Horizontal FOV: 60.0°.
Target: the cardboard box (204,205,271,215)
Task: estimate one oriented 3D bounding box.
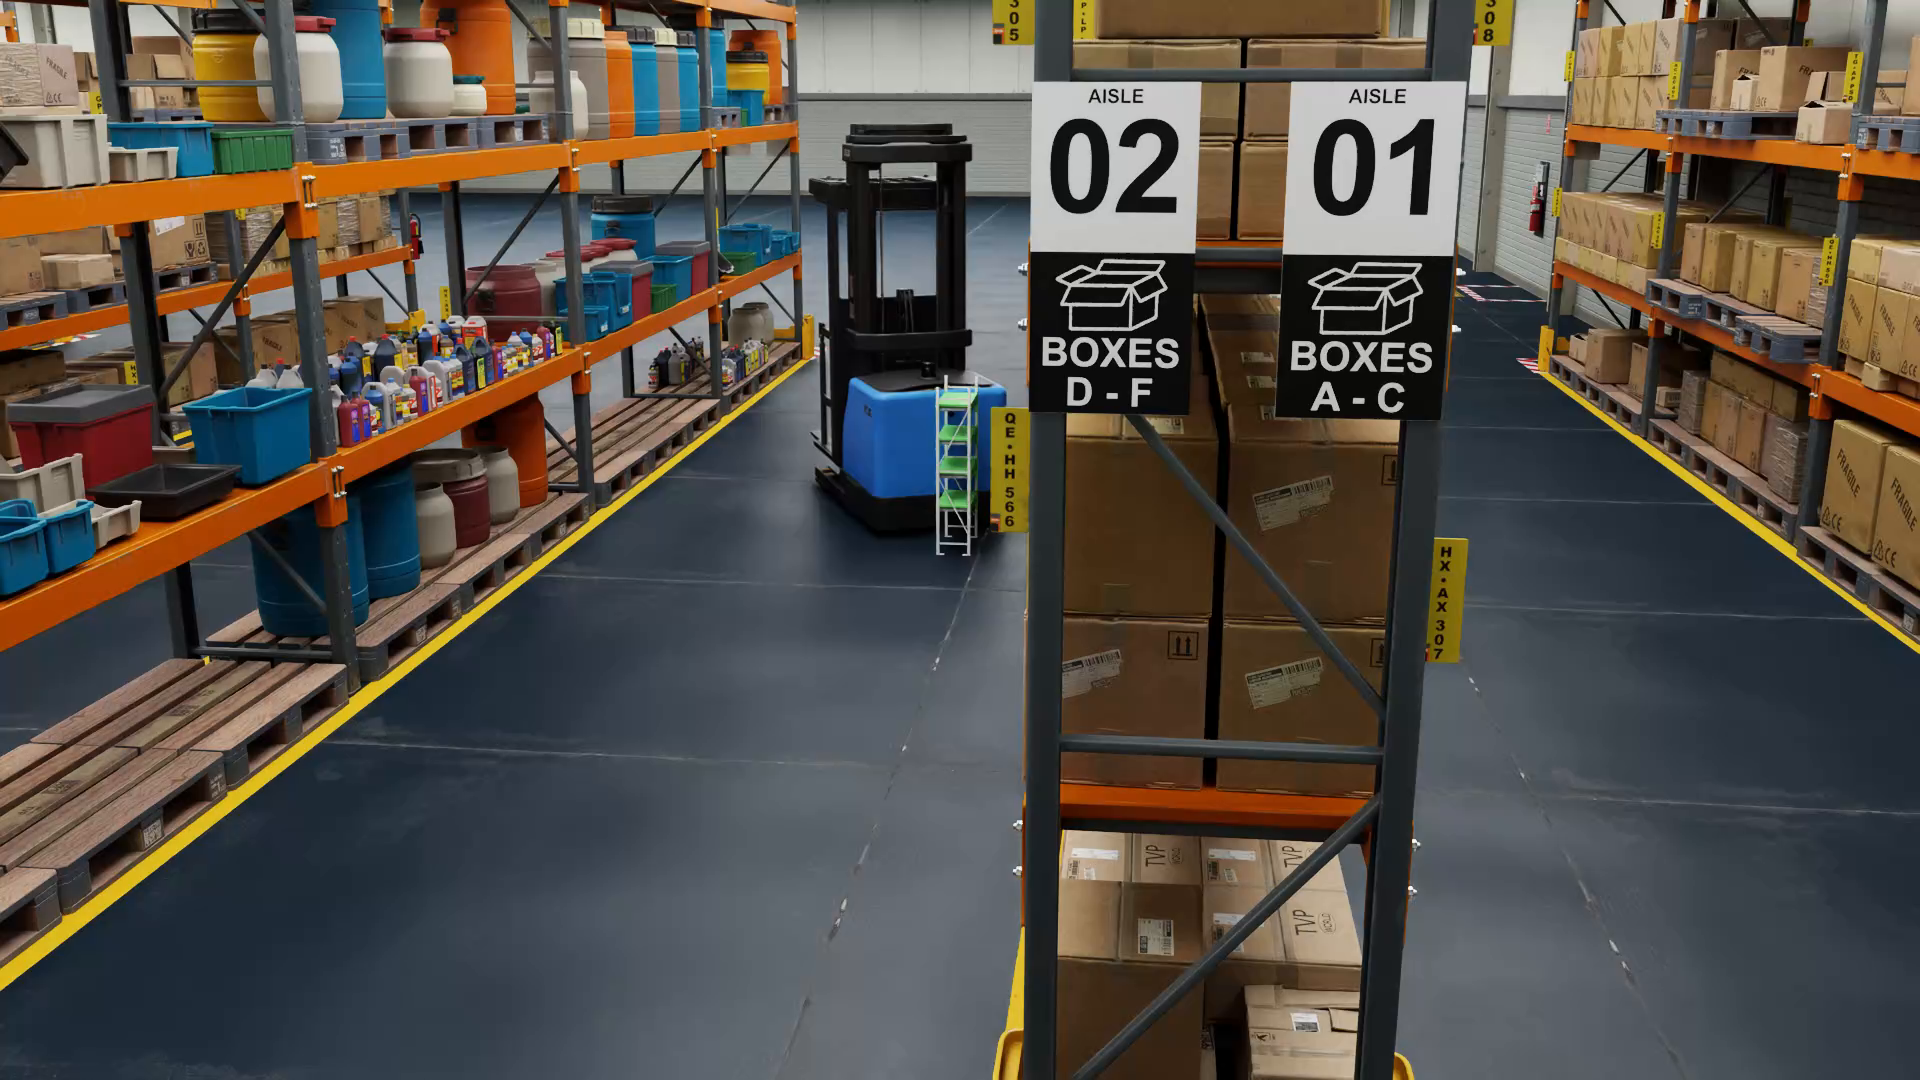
[{"bbox_3d":[-7.508,-3.633,17.175,0.500,0.500,0.500,2,15,6],"label":"cardboard box"}]

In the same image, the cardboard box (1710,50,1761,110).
[{"bbox_3d":[6.813,-3.971,14.360,0.500,0.500,0.500,4,16,14],"label":"cardboard box"}]

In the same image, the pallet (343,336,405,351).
[{"bbox_3d":[-7.495,-2.311,20.306,1.003,0.211,1.213,2,15,6],"label":"pallet"}]

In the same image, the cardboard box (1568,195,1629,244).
[{"bbox_3d":[6.987,-3.506,18.192,0.500,0.500,0.500,2,15,6],"label":"cardboard box"}]

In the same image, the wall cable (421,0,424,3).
[{"bbox_3d":[-15.393,-16.431,51.962,3.097,2.526,0.112,2,15,6],"label":"wall cable"}]

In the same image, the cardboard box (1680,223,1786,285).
[{"bbox_3d":[6.863,-2.541,14.780,0.700,0.500,0.500,2,15,6],"label":"cardboard box"}]

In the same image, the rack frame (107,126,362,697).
[{"bbox_3d":[-3.792,-0.629,8.741,1.000,3.000,0.127,2,15,6],"label":"rack frame"}]

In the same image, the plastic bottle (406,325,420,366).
[{"bbox_3d":[-3.824,-1.354,11.645,0.061,0.283,0.133,2,15,6],"label":"plastic bottle"}]

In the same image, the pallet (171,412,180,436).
[{"bbox_3d":[-8.033,-0.984,15.397,1.003,0.211,1.213,2,15,6],"label":"pallet"}]

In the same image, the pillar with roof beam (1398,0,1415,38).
[{"bbox_3d":[6.616,-12.490,41.112,9.100,9.000,0.400,2,15,6],"label":"pillar with roof beam"}]

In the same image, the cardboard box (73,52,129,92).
[{"bbox_3d":[-8.068,-4.187,15.150,0.797,0.503,0.637,2,15,9],"label":"cardboard box"}]

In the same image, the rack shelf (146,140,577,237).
[{"bbox_3d":[-3.567,-2.248,10.361,1.077,0.370,4.000,2,15,6],"label":"rack shelf"}]

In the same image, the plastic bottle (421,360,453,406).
[{"bbox_3d":[-3.231,-0.978,10.270,0.152,0.276,0.135,2,15,6],"label":"plastic bottle"}]

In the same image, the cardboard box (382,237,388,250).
[{"bbox_3d":[-7.216,-3.621,20.287,0.380,0.149,0.250,2,15,6],"label":"cardboard box"}]

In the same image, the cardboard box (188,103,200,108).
[{"bbox_3d":[-7.506,-4.334,16.985,0.500,0.250,0.500,1,15,4],"label":"cardboard box"}]

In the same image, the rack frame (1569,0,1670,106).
[{"bbox_3d":[7.405,-6.345,18.388,1.000,3.000,0.127,2,15,6],"label":"rack frame"}]

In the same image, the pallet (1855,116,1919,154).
[{"bbox_3d":[6.483,-2.563,10.508,1.213,0.211,1.003,2,15,9],"label":"pallet"}]

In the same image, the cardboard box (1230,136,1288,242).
[{"bbox_3d":[0.988,-0.946,4.454,0.500,0.250,0.500,2,15,6],"label":"cardboard box"}]

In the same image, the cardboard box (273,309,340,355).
[{"bbox_3d":[-7.570,-2.404,19.289,0.500,0.500,0.500,3,15,11],"label":"cardboard box"}]

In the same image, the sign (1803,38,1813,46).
[{"bbox_3d":[7.506,-4.284,14.767,0.100,0.325,0.005,2,15,6],"label":"sign"}]

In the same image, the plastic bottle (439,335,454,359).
[{"bbox_3d":[-3.637,-1.349,11.784,0.097,0.201,0.097,0,15,0],"label":"plastic bottle"}]

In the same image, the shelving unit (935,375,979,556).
[{"bbox_3d":[-0.019,-0.536,11.847,0.258,1.200,0.503,2,15,6],"label":"shelving unit"}]

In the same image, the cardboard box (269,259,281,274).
[{"bbox_3d":[-7.446,-2.905,17.641,0.380,0.149,0.250,2,15,6],"label":"cardboard box"}]

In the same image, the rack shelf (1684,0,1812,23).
[{"bbox_3d":[6.728,-4.249,12.780,1.077,0.370,4.000,2,15,6],"label":"rack shelf"}]

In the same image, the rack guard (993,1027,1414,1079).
[{"bbox_3d":[0.686,1.743,4.760,1.175,0.500,0.348,2,15,6],"label":"rack guard"}]

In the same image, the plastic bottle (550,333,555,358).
[{"bbox_3d":[-2.994,-1.423,12.060,0.097,0.201,0.097,0,15,0],"label":"plastic bottle"}]

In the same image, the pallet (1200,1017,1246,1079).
[{"bbox_3d":[0.775,1.675,5.563,1.003,0.211,1.213,2,15,6],"label":"pallet"}]

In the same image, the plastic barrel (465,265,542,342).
[{"bbox_3d":[-3.590,-1.861,13.038,0.600,0.536,0.708,2,15,6],"label":"plastic barrel"}]

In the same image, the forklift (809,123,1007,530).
[{"bbox_3d":[-0.564,-1.827,13.305,1.130,2.935,3.031,-5,16,-17],"label":"forklift"}]

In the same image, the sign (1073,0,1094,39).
[{"bbox_3d":[0.577,-2.385,7.744,0.100,0.325,0.005,2,15,6],"label":"sign"}]

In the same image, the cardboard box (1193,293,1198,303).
[{"bbox_3d":[1.267,-1.193,9.831,0.700,0.500,0.500,-2,15,-8],"label":"cardboard box"}]

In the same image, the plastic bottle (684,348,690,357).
[{"bbox_3d":[-2.941,-1.917,17.868,0.061,0.283,0.133,2,15,6],"label":"plastic bottle"}]

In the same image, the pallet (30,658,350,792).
[{"bbox_3d":[-3.837,0.909,8.395,1.003,0.211,1.213,2,15,6],"label":"pallet"}]

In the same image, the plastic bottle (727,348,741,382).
[{"bbox_3d":[-2.386,-1.834,17.431,0.144,0.351,0.185,2,15,8],"label":"plastic bottle"}]

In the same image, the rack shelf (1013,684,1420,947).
[{"bbox_3d":[0.903,0.384,6.373,1.077,0.370,4.000,2,15,6],"label":"rack shelf"}]

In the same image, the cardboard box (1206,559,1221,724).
[{"bbox_3d":[1.042,0.266,5.240,0.500,0.500,0.500,2,15,6],"label":"cardboard box"}]

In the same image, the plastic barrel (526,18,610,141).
[{"bbox_3d":[-3.033,-3.563,12.884,0.600,0.901,0.600,0,15,0],"label":"plastic barrel"}]

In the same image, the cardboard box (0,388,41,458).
[{"bbox_3d":[-8.207,-0.992,14.031,0.700,0.500,0.500,1,15,3],"label":"cardboard box"}]

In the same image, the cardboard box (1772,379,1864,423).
[{"bbox_3d":[6.659,-1.076,12.905,0.500,0.250,0.500,2,15,7],"label":"cardboard box"}]

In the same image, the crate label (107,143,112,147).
[{"bbox_3d":[-4.135,-1.831,7.946,0.293,0.136,0.466,2,15,6],"label":"crate label"}]

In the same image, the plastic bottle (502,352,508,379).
[{"bbox_3d":[-3.097,-1.187,11.185,0.097,0.201,0.097,0,15,0],"label":"plastic bottle"}]

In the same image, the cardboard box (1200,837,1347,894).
[{"bbox_3d":[1.134,1.279,6.112,0.500,0.250,0.500,2,15,6],"label":"cardboard box"}]

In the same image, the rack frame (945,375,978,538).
[{"bbox_3d":[0.009,-0.600,12.081,0.240,1.200,0.015,2,15,6],"label":"rack frame"}]

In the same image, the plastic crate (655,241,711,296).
[{"bbox_3d":[-2.640,-2.600,15.908,0.402,0.464,0.583,2,15,6],"label":"plastic crate"}]

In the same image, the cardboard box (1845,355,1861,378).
[{"bbox_3d":[6.235,-1.184,11.238,0.380,0.149,0.250,1,15,5],"label":"cardboard box"}]

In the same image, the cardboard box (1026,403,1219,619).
[{"bbox_3d":[0.454,-0.099,4.674,0.500,0.500,0.500,2,15,6],"label":"cardboard box"}]

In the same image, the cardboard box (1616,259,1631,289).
[{"bbox_3d":[6.771,-2.610,16.316,0.500,0.250,0.500,2,15,7],"label":"cardboard box"}]

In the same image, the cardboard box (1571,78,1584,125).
[{"bbox_3d":[7.119,-4.876,18.471,0.500,0.500,0.500,2,15,8],"label":"cardboard box"}]

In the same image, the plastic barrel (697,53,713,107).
[{"bbox_3d":[-2.646,-4.514,16.345,0.421,0.512,0.421,0,15,0],"label":"plastic barrel"}]

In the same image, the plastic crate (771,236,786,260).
[{"bbox_3d":[-2.277,-3.362,19.135,0.499,0.251,0.408,2,15,6],"label":"plastic crate"}]

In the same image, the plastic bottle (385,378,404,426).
[{"bbox_3d":[-3.280,-0.800,9.619,0.097,0.271,0.097,0,15,0],"label":"plastic bottle"}]

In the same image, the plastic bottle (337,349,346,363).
[{"bbox_3d":[-3.949,-1.066,10.582,0.061,0.283,0.133,2,15,6],"label":"plastic bottle"}]

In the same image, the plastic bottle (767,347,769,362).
[{"bbox_3d":[-2.210,-2.113,18.749,0.097,0.201,0.097,0,15,0],"label":"plastic bottle"}]

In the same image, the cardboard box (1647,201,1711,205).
[{"bbox_3d":[7.386,-3.225,17.154,0.500,0.500,0.500,2,15,7],"label":"cardboard box"}]
